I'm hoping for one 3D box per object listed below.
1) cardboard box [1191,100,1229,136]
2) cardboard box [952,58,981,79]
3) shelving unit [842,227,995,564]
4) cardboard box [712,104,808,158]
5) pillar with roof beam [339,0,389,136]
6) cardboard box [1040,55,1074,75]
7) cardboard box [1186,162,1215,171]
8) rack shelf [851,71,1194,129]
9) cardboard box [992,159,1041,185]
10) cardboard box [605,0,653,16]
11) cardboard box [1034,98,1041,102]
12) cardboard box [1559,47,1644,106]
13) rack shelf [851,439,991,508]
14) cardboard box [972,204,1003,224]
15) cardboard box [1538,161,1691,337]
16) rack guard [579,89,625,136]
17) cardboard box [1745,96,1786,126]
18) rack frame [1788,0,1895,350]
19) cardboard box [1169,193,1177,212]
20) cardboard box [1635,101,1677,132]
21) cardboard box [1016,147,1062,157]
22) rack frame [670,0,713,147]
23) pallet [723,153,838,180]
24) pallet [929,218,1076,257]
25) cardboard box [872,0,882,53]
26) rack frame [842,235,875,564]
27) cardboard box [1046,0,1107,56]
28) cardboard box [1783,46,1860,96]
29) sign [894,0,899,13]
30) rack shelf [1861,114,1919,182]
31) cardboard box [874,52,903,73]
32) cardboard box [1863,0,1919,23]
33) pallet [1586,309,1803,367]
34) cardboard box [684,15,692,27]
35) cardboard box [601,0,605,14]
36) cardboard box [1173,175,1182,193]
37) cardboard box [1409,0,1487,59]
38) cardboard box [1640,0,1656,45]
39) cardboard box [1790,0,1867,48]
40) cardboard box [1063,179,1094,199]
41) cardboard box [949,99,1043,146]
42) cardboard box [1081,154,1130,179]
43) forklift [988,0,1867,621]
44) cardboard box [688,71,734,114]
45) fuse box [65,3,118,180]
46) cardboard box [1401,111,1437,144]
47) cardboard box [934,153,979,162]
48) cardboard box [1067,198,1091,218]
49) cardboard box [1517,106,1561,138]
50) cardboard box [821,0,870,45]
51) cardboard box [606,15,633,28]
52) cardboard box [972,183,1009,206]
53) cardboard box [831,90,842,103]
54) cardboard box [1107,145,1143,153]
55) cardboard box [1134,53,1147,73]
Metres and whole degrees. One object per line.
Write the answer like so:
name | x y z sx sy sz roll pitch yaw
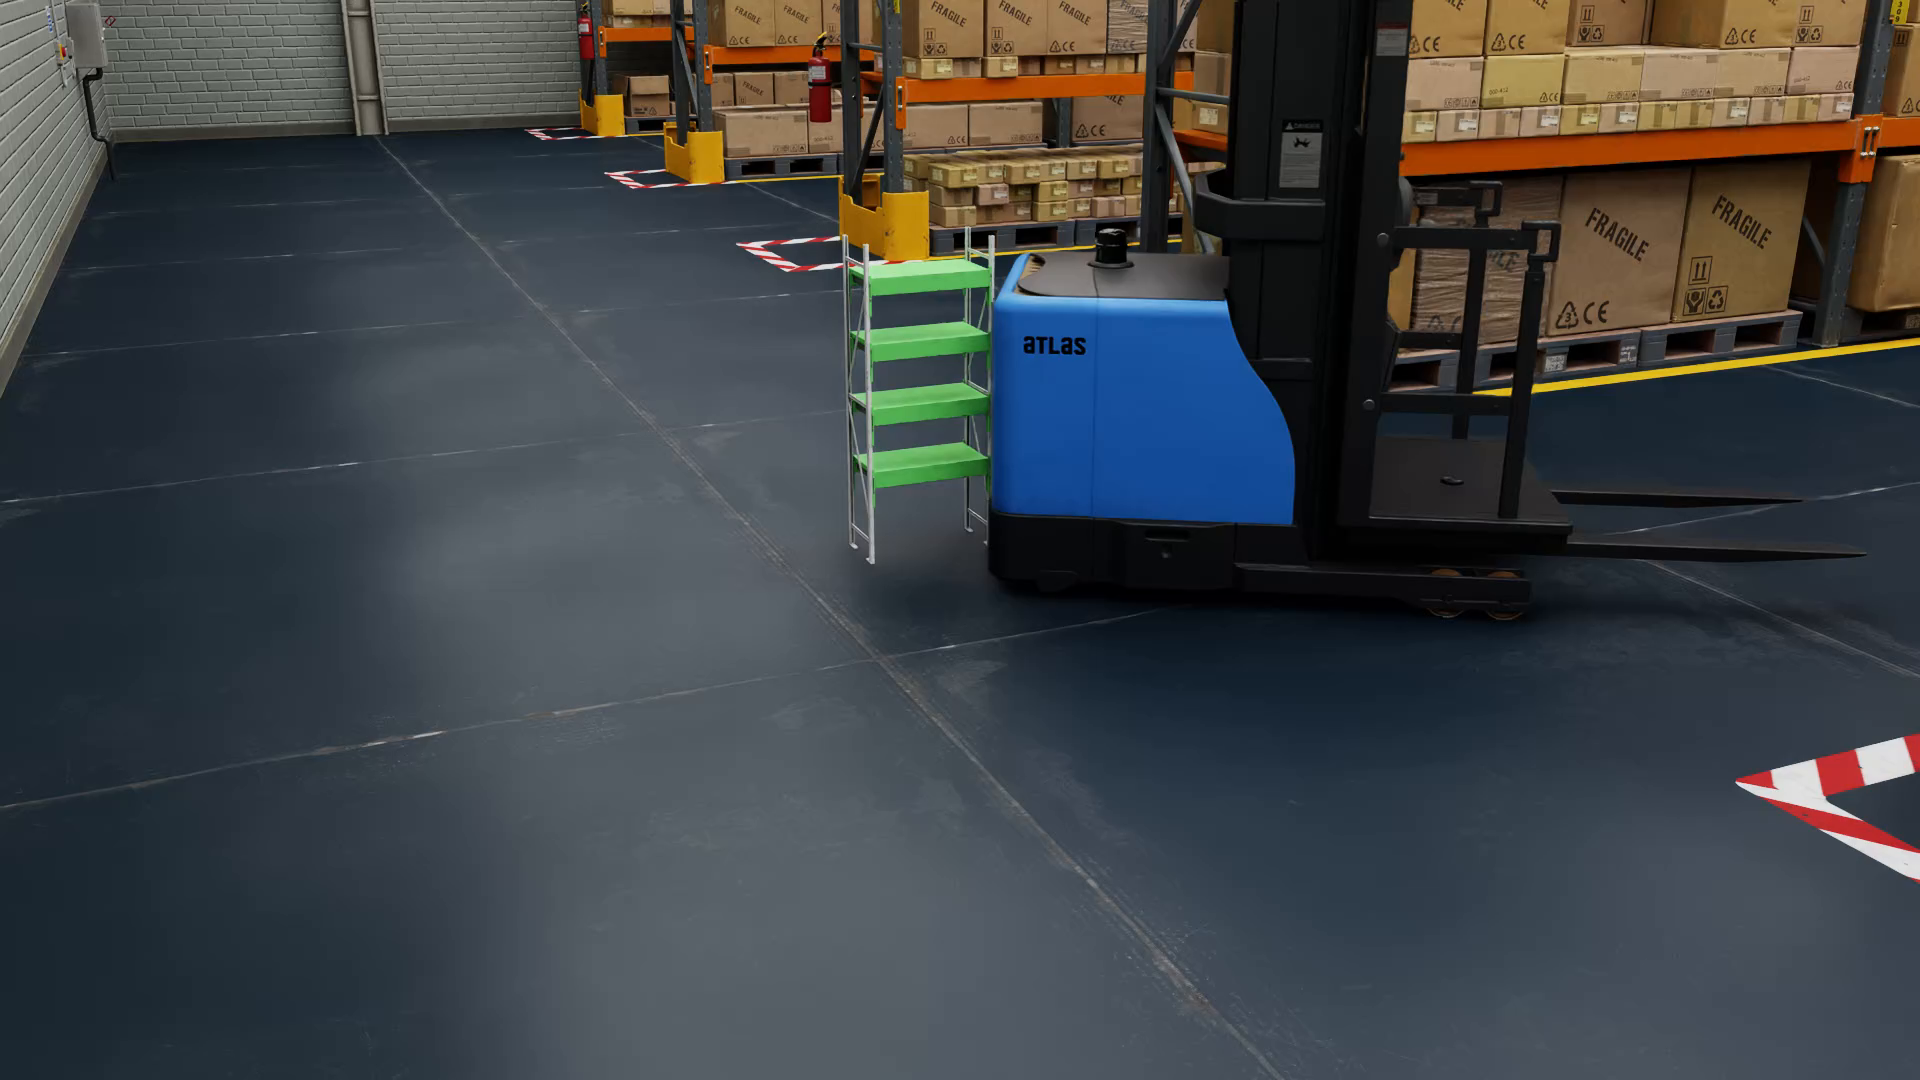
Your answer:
cardboard box | 1.398 -2.185 8.591 0.250 0.149 0.380 -8 21 -21
cardboard box | -0.026 -3.553 12.474 0.250 0.149 0.380 -7 21 -20
shelving unit | -0.152 -0.544 6.261 0.503 1.200 0.258 -8 21 -22
cardboard box | -2.158 -4.286 17.403 0.875 0.438 0.875 -9 21 -24
pillar with roof beam | -5.821 -8.129 16.060 0.400 9.000 9.100 -8 21 -22
cardboard box | 0.685 -3.676 12.824 0.250 0.149 0.380 -8 21 -22
cardboard box | 1.853 -3.062 13.466 0.250 0.149 0.380 -9 21 -25
rack shelf | 1.166 -3.606 13.331 4.000 0.370 1.077 -8 21 -22
cardboard box | 0.433 -2.849 12.861 0.250 0.149 0.380 -8 21 -22
cardboard box | -4.170 -6.739 20.923 0.500 0.250 0.500 -8 21 -22
cardboard box | 0.936 -6.436 23.415 0.500 0.500 0.500 -9 21 -24
cardboard box | 3.163 -2.413 8.636 0.500 0.250 0.500 -9 21 -23
rack shelf | -0.152 -0.258 6.362 0.480 0.148 0.258 -8 21 -22
cardboard box | 0.145 -2.567 12.955 0.250 0.149 0.380 -8 21 -22
cardboard box | 3.410 -1.698 9.395 0.875 0.875 0.875 -8 21 -22
rack guard | -4.624 -5.523 21.455 0.348 0.500 1.175 -8 21 -22
cardboard box | 4.252 -2.357 9.077 0.250 0.149 0.380 -9 21 -23
rack frame | 4.874 -2.683 9.625 0.127 3.000 1.000 -8 21 -22
cardboard box | 1.561 -2.757 13.495 0.250 0.149 0.380 -8 21 -21
cardboard box | 3.544 -2.255 8.789 0.250 0.149 0.380 -9 21 -23
cardboard box | 0.644 -3.119 13.628 0.250 0.149 0.380 -7 21 -20
rack frame | -2.724 -5.179 16.714 0.127 3.000 1.000 -8 21 -22
pallet | -2.021 -3.992 17.543 1.213 0.211 1.003 -8 21 -22
pallet | 0.159 -2.473 13.229 1.213 0.211 1.003 -8 21 -22
cardboard box | -0.360 -4.008 12.789 0.500 0.500 0.500 -8 21 -21
rack frame | -0.376 -0.512 6.170 0.015 1.200 0.240 -8 21 -22
cardboard box | 0.787 -3.984 12.721 0.500 0.500 0.500 -8 21 -21
cardboard box | 4.573 -2.614 9.208 0.500 0.250 0.500 -9 21 -23
sign | -0.455 -3.925 11.851 0.005 0.325 0.100 -8 21 -22
rack shelf | 6.711 -2.607 10.492 4.000 0.370 1.077 -8 21 -22
cardboard box | -0.483 -3.693 12.873 0.250 0.149 0.380 -8 21 -22
cardboard box | 5.457 -3.290 9.688 0.637 0.503 0.797 -9 21 -23
pallet | 4.145 -1.291 9.872 1.213 0.211 1.003 -8 21 -22
cardboard box | -3.584 -6.640 21.243 0.250 0.149 0.380 -7 21 -20
cardboard box | -4.376 -6.903 21.388 0.500 0.250 0.500 -8 21 -20
cardboard box | 1.607 -2.912 13.489 0.250 0.149 0.380 -9 21 -24
cardboard box | 2.208 -2.627 8.114 0.500 0.500 0.500 -9 21 -23
cardboard box | 3.878 -3.059 9.341 0.500 0.500 0.500 -8 21 -22
cardboard box | 4.558 -2.964 9.073 0.500 0.500 0.500 -8 21 -20
cardboard box | 0.860 -2.809 13.197 0.250 0.149 0.380 -9 21 -25
cardboard box | 0.330 -4.645 18.422 0.875 0.438 0.875 -8 21 -23
cardboard box | 1.146 -2.961 13.179 0.250 0.149 0.380 -8 21 -21
forklift | 1.656 -1.292 5.779 3.031 2.935 1.130 2 20 6
cardboard box | -3.294 -5.863 21.789 0.500 0.500 0.700 -7 21 -20
fuse box | -8.590 -4.482 16.674 0.414 1.711 0.539 -8 21 -22
cardboard box | 2.128 -2.052 8.212 0.250 0.149 0.380 -9 21 -23
cardboard box | -0.031 -2.979 13.231 0.250 0.149 0.380 -8 21 -21
cardboard box | 0.845 -2.664 13.232 0.250 0.149 0.380 -8 21 -22
cardboard box | 2.838 -2.154 8.502 0.250 0.149 0.380 -8 21 -23
cardboard box | -1.242 -5.338 17.015 0.500 0.500 0.500 -8 21 -22
cardboard box | -4.283 -6.533 20.938 0.250 0.149 0.380 -8 21 -22
cardboard box | 0.186 -2.686 12.845 0.250 0.149 0.380 -8 21 -22
cardboard box | -1.744 -5.917 22.294 0.258 0.266 0.396 -7 21 -20
cardboard box | 1.401 -3.183 13.811 0.250 0.149 0.380 -9 21 -24
cardboard box | 1.426 -3.754 13.045 0.250 0.149 0.380 -8 21 -21
